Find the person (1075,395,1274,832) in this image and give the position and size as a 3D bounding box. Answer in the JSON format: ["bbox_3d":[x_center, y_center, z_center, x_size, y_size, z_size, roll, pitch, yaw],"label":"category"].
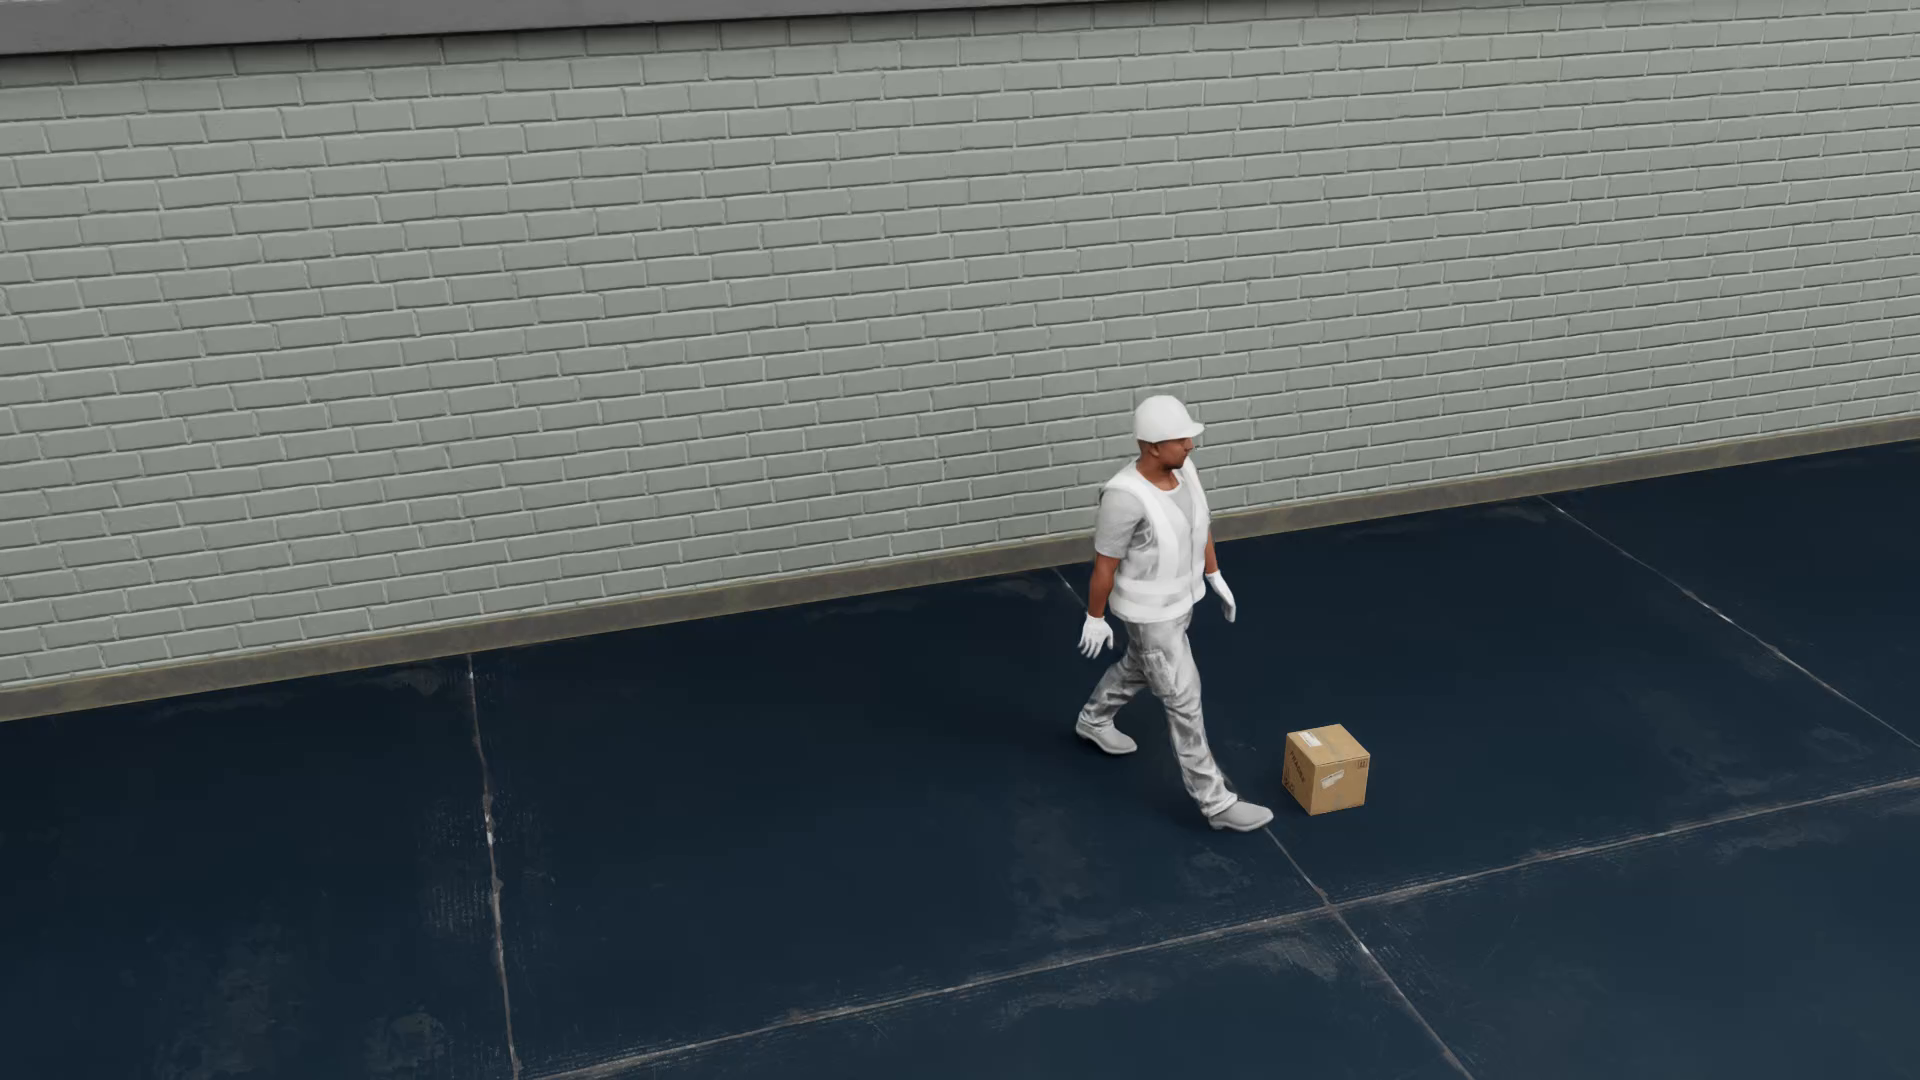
[{"bbox_3d":[0.880,0.259,6.580,1.058,1.720,0.586,17,31,31],"label":"person"}]
